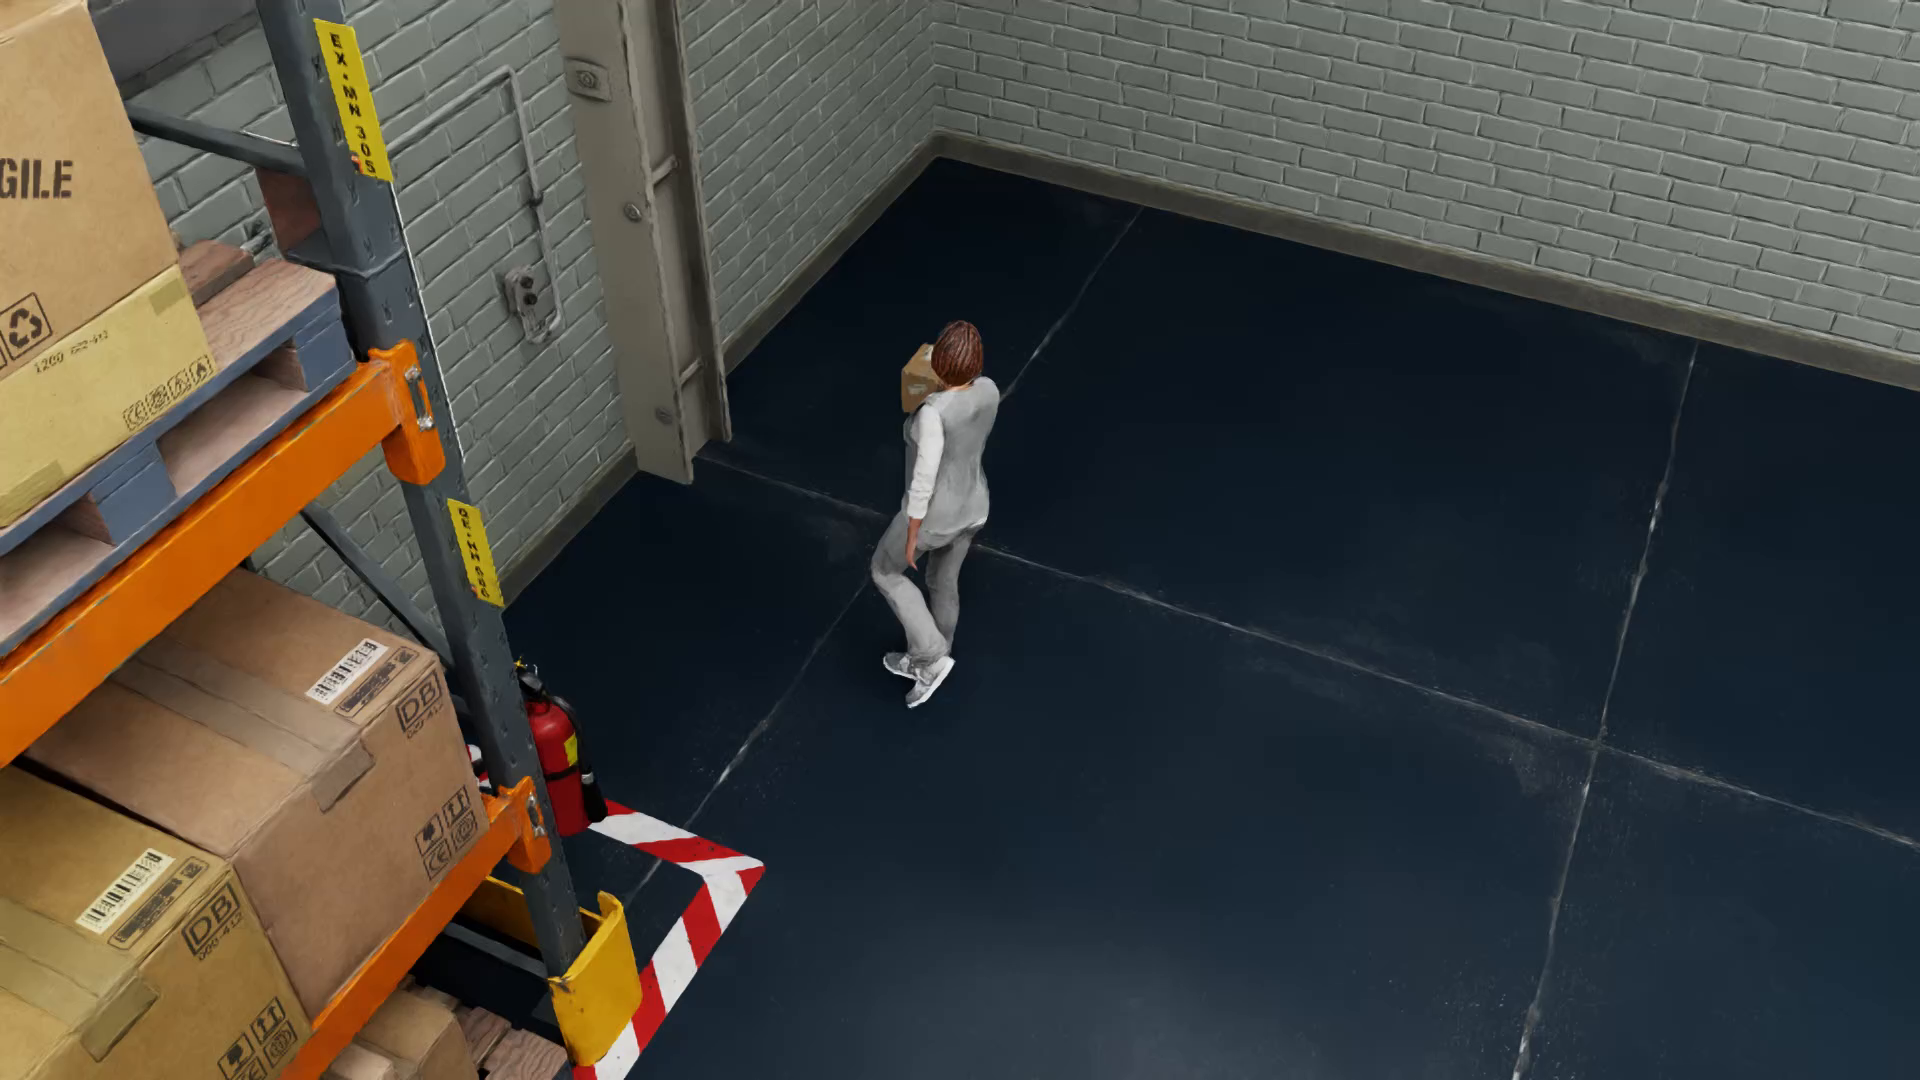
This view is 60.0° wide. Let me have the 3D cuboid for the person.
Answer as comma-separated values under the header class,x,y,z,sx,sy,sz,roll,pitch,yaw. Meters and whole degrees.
class,x,y,z,sx,sy,sz,roll,pitch,yaw
person,-0.085,-0.066,6.238,0.450,1.562,0.613,32,52,30
